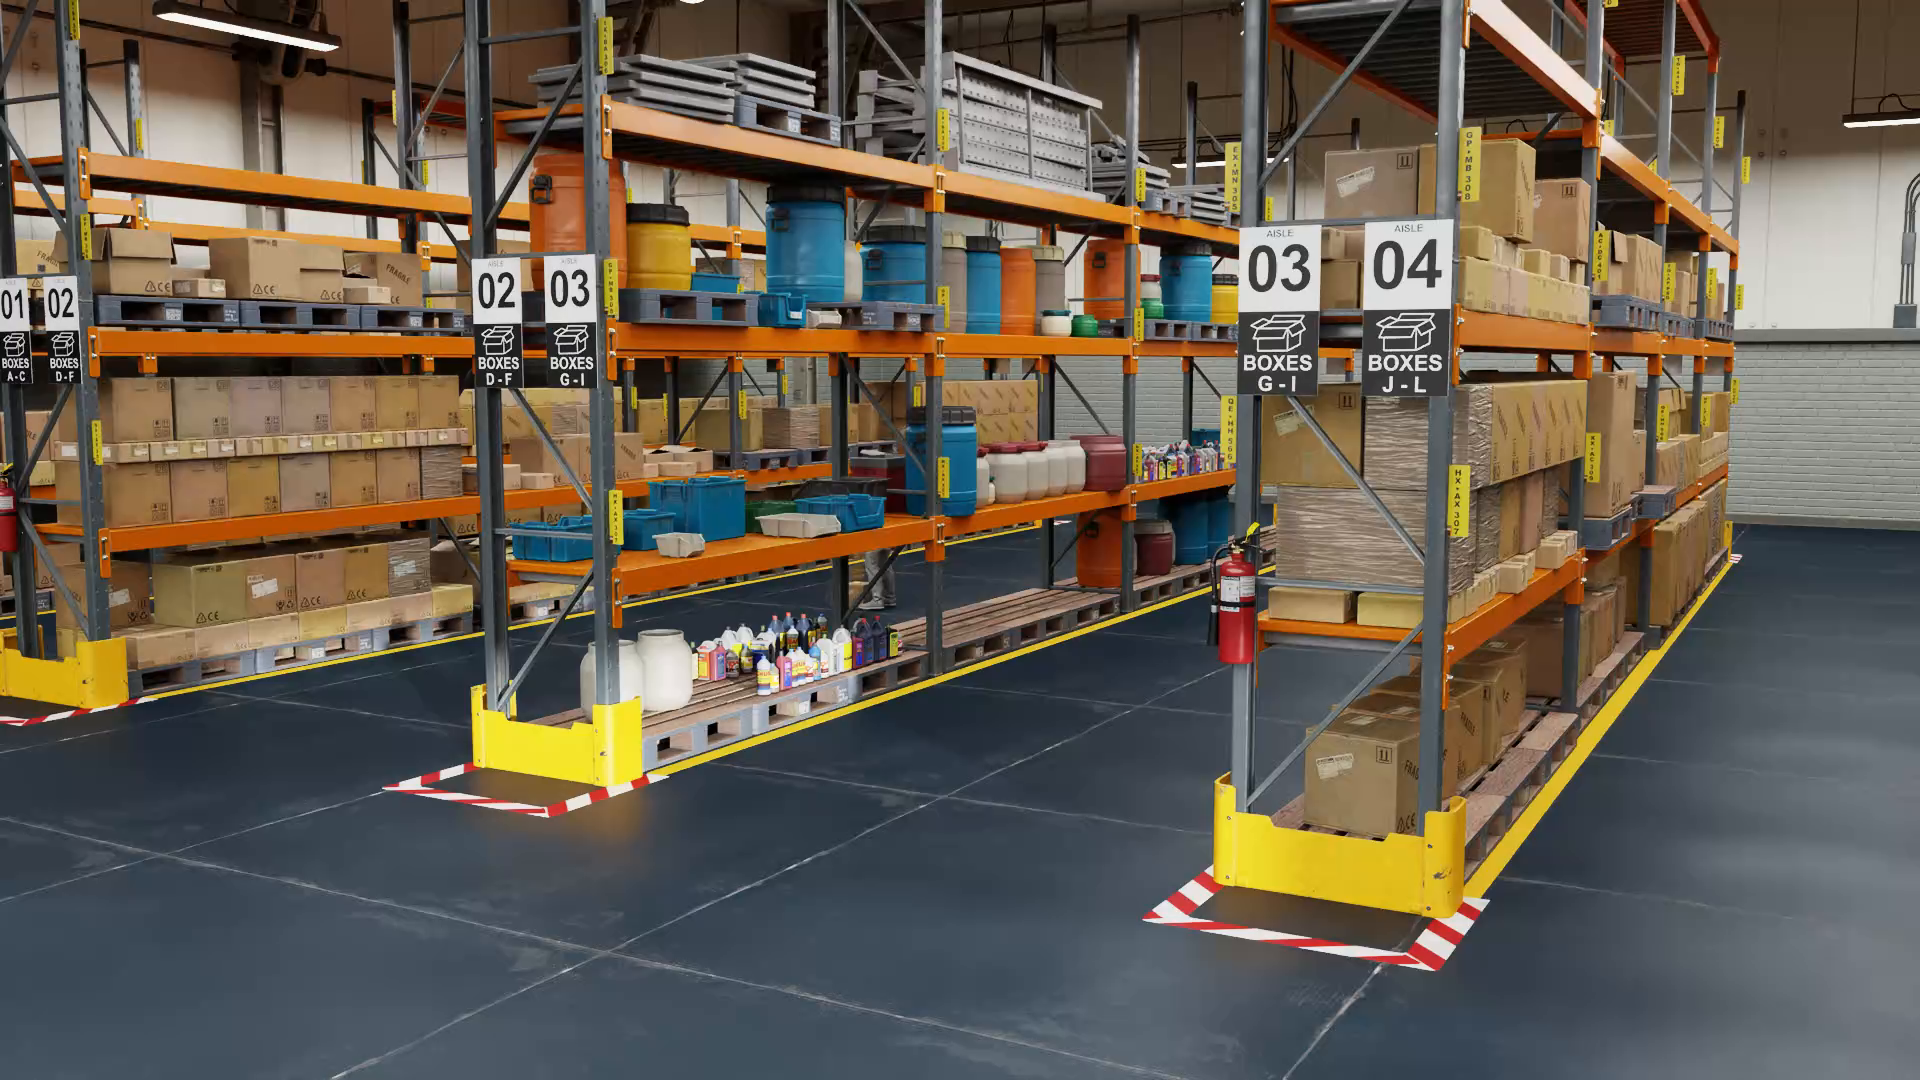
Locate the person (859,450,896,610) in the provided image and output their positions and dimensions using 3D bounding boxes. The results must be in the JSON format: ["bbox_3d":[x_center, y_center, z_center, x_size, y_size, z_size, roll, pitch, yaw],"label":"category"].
[{"bbox_3d":[-0.858,-0.110,17.371,0.369,1.667,0.547,3,7,26],"label":"person"}]
